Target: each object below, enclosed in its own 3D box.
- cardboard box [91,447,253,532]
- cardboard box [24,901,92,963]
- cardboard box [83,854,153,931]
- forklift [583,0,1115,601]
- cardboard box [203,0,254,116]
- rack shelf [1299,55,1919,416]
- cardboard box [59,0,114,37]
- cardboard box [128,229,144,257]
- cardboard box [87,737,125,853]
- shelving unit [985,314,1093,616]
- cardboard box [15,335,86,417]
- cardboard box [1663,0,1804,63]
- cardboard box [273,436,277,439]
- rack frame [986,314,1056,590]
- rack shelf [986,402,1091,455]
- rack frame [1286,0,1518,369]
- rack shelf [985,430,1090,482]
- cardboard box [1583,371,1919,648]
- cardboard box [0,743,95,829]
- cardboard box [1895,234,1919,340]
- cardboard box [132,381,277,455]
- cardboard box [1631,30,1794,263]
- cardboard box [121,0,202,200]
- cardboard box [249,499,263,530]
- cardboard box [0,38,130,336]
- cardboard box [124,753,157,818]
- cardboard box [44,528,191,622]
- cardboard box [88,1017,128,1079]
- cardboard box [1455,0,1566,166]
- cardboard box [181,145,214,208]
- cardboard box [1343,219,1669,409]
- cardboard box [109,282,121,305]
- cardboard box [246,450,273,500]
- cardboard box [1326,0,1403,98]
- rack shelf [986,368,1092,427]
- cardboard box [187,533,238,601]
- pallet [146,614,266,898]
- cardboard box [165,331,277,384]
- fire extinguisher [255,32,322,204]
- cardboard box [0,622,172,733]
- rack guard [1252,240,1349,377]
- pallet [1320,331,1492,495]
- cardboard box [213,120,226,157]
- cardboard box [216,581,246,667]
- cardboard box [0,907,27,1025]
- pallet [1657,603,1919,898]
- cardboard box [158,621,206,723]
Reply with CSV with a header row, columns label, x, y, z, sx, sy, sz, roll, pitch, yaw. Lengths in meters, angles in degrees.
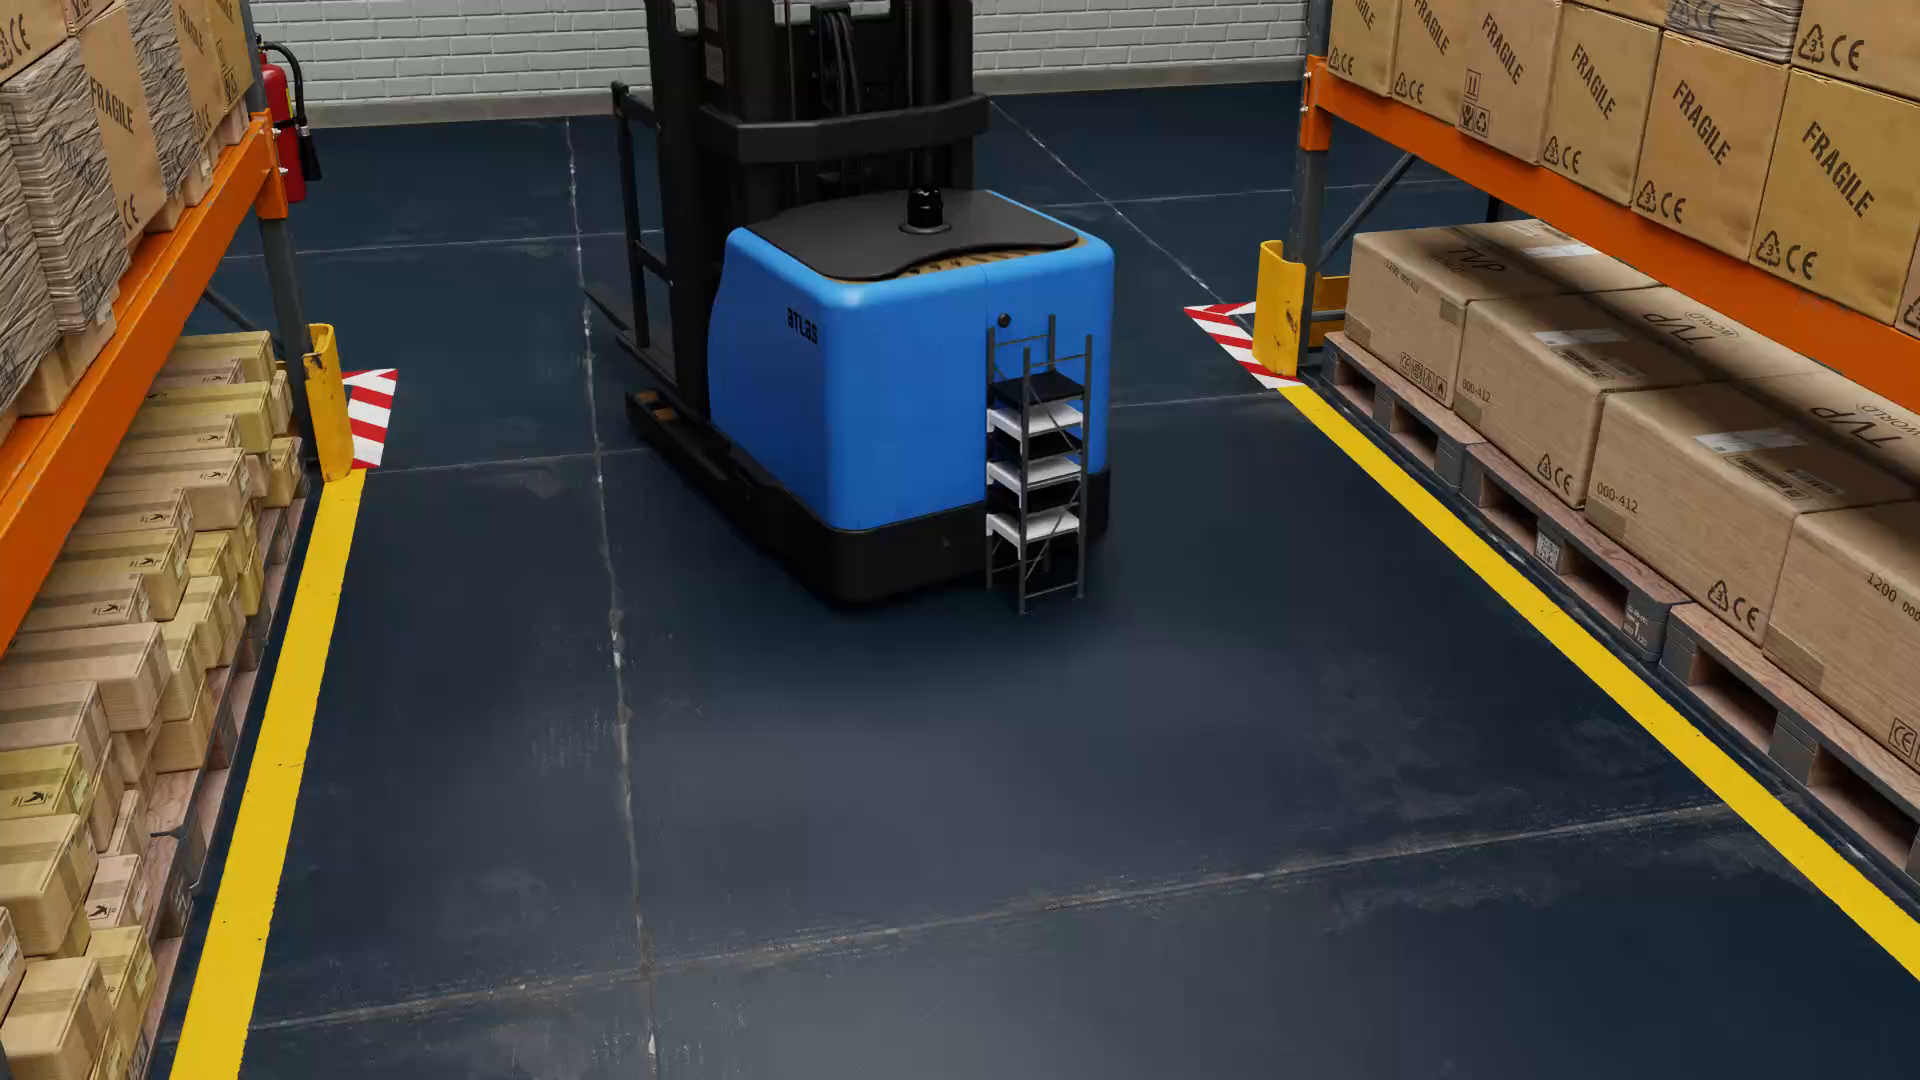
label,x,y,z,sx,sy,sz,roll,pitch,yaw
cardboard box,-2.244,-0.135,4.726,0.380,0.149,0.250,-5,27,-10
cardboard box,-1.917,0.804,3.195,0.380,0.149,0.250,-6,27,-11
cardboard box,-1.938,0.817,3.499,0.380,0.149,0.250,-6,27,-12
forklift,-0.664,-1.745,5.954,1.130,2.935,3.031,-14,30,-26
cardboard box,-2.552,-1.617,5.183,0.500,0.500,0.500,-5,27,-11
rack shelf,2.346,-0.958,5.118,1.077,0.370,4.000,-6,27,-12
cardboard box,-2.196,-1.377,3.599,0.500,0.500,0.500,-7,28,-13
cardboard box,-2.351,-0.810,4.304,0.380,0.149,0.250,-7,28,-14
cardboard box,-2.065,0.582,3.635,0.380,0.149,0.250,-7,28,-14
shelving unit,0.241,-0.228,5.202,0.258,0.900,0.210,-14,30,-26
cardboard box,-2.038,-0.355,3.403,0.380,0.149,0.250,-5,27,-11
cardboard box,2.192,-1.518,4.208,0.500,0.500,0.500,-6,27,-11
cardboard box,-2.582,-0.315,5.744,0.380,0.149,0.250,-5,27,-11
rack frame,0.190,-0.267,5.281,0.240,0.900,0.006,-14,30,-26
rack shelf,0.241,-0.358,5.136,0.258,0.077,0.200,-14,30,-26
rack frame,1.896,-2.158,6.696,1.000,3.000,0.127,-6,27,-12
rack shelf,0.241,-0.278,5.177,0.258,0.077,0.200,-14,30,-26
cardboard box,2.558,-0.125,5.046,0.875,0.438,0.875,-7,28,-13
cardboard box,-1.988,0.560,3.350,0.380,0.149,0.250,-6,27,-12
cardboard box,2.444,-0.624,3.546,0.500,0.500,0.500,-6,27,-11
cardboard box,-2.355,-0.367,5.186,0.380,0.149,0.250,-7,28,-13
cardboard box,2.195,-1.068,4.427,0.500,0.500,0.500,-6,27,-12
cardboard box,-2.318,-1.169,4.295,0.500,0.500,0.500,-6,27,-11
cardboard box,-2.450,-0.088,5.294,0.380,0.149,0.250,-6,27,-12
cardboard box,-2.066,-0.716,3.399,0.500,0.500,0.500,-7,28,-13
cardboard box,-2.139,0.597,3.937,0.380,0.149,0.250,-7,28,-14
cardboard box,-2.206,0.104,4.252,0.380,0.149,0.250,-6,27,-11
cardboard box,-1.772,1.038,3.062,0.380,0.149,0.250,-7,28,-14
cardboard box,1.962,-1.518,5.318,0.500,0.500,0.500,-6,27,-12
cardboard box,-2.384,-1.053,4.786,0.380,0.149,0.250,-5,27,-10
cardboard box,2.142,-0.922,6.625,0.875,0.438,0.875,-7,28,-13
cardboard box,-2.198,-0.586,3.861,0.380,0.149,0.250,-5,27,-10
cardboard box,-2.388,-0.228,5.240,0.380,0.149,0.250,-7,28,-14
cardboard box,1.724,-1.962,6.198,0.500,0.500,0.500,-6,27,-12
rack shelf,0.241,-0.439,5.095,0.258,0.077,0.200,-14,30,-26
cardboard box,-2.219,0.113,4.565,0.380,0.149,0.250,-5,27,-9
pallet,-2.467,0.562,4.402,1.003,0.211,1.213,-6,27,-12
cardboard box,-2.538,-0.584,5.616,0.380,0.149,0.250,-6,27,-11
fire extinguisher,-2.511,-1.567,6.025,0.296,0.674,0.183,-6,27,-12
cardboard box,-2.047,0.328,3.810,0.380,0.149,0.250,-5,27,-10
rack guard,1.890,-1.052,7.280,1.175,0.500,0.348,-6,27,-12
pallet,2.152,-0.570,6.644,1.003,0.211,1.213,-6,27,-12
cardboard box,-2.536,-1.271,5.218,0.380,0.149,0.250,-6,27,-12
cardboard box,-2.221,0.247,4.630,0.380,0.149,0.250,-5,27,-11
cardboard box,-1.879,0.793,2.888,0.380,0.149,0.250,-5,27,-9
pallet,2.702,0.501,4.522,1.003,0.211,1.213,-6,27,-12
cardboard box,-2.099,0.342,4.112,0.380,0.149,0.250,-6,27,-12
